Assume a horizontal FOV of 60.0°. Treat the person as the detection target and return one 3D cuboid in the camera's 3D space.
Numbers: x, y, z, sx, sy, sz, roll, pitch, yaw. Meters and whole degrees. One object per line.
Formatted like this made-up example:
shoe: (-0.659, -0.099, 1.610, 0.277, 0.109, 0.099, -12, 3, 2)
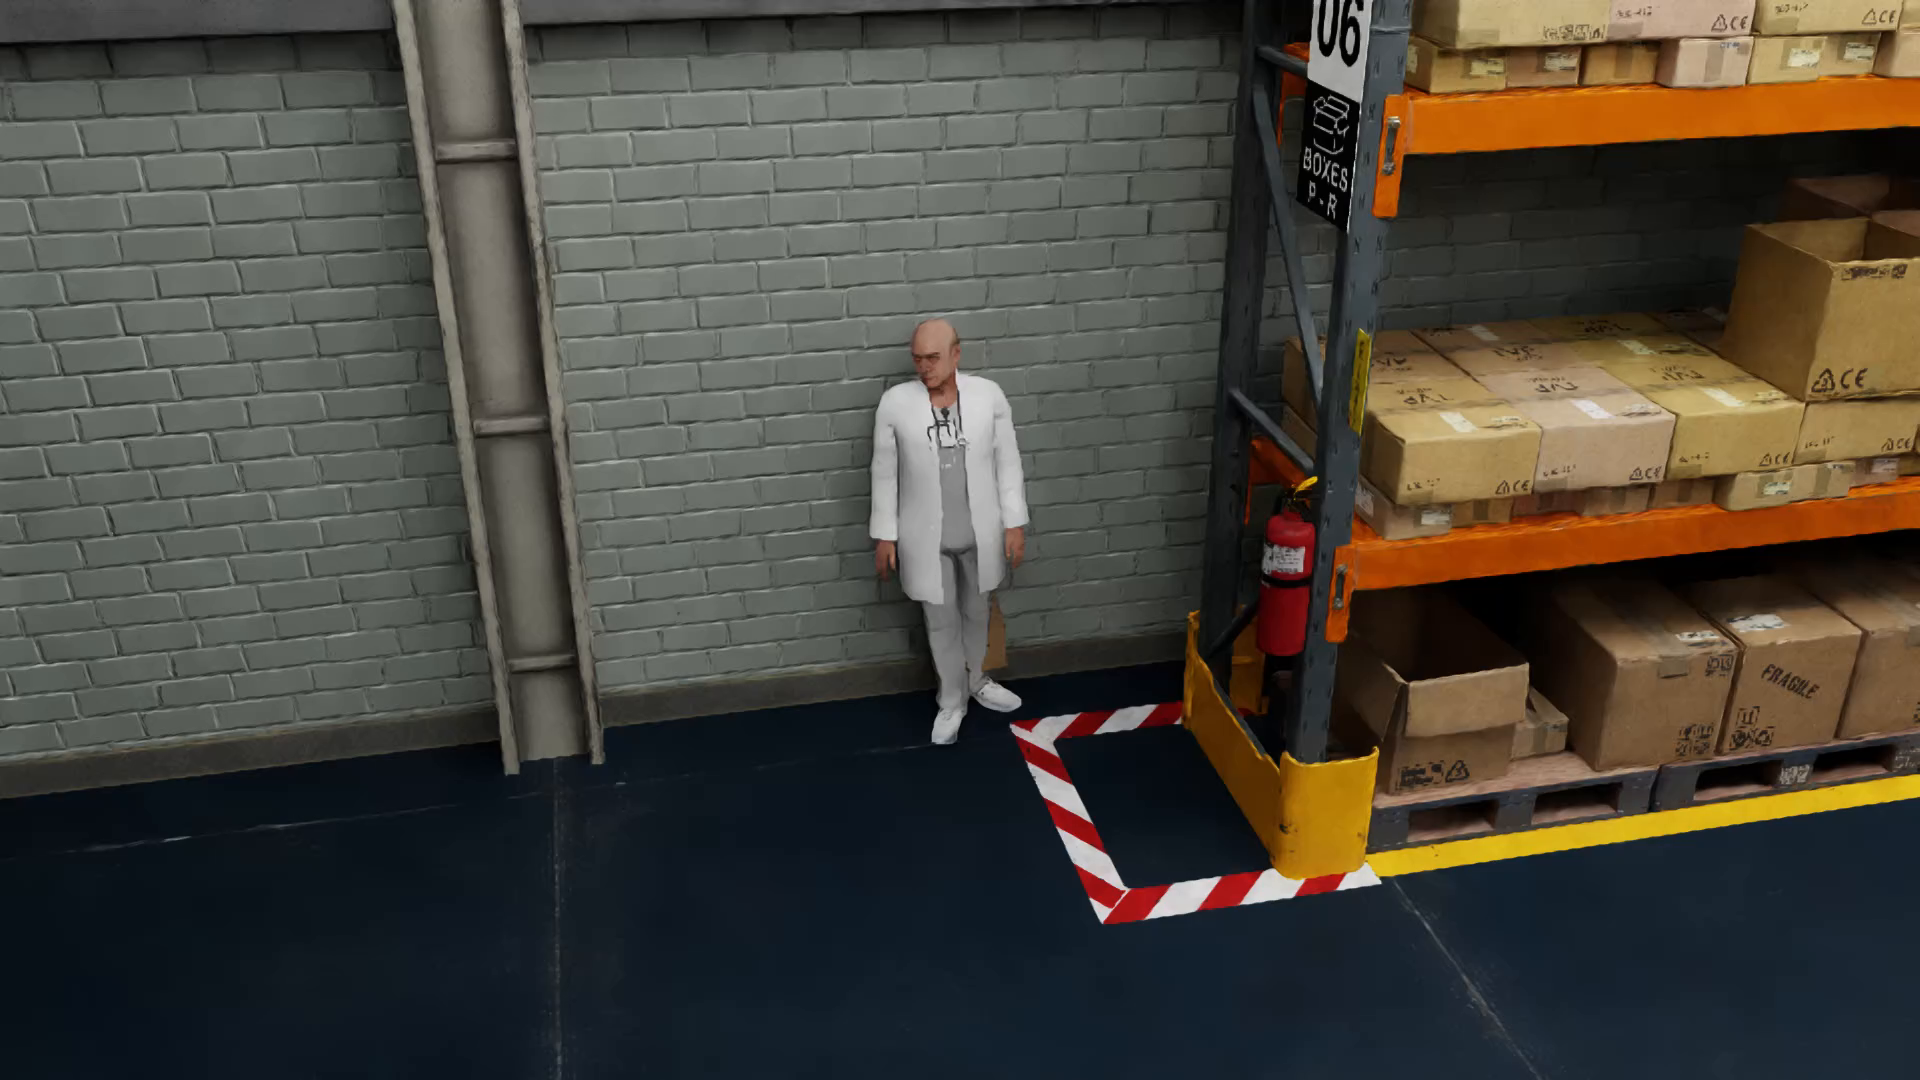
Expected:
person: (-0.045, -0.035, 6.689, 0.644, 1.774, 0.487, -6, 27, -13)
